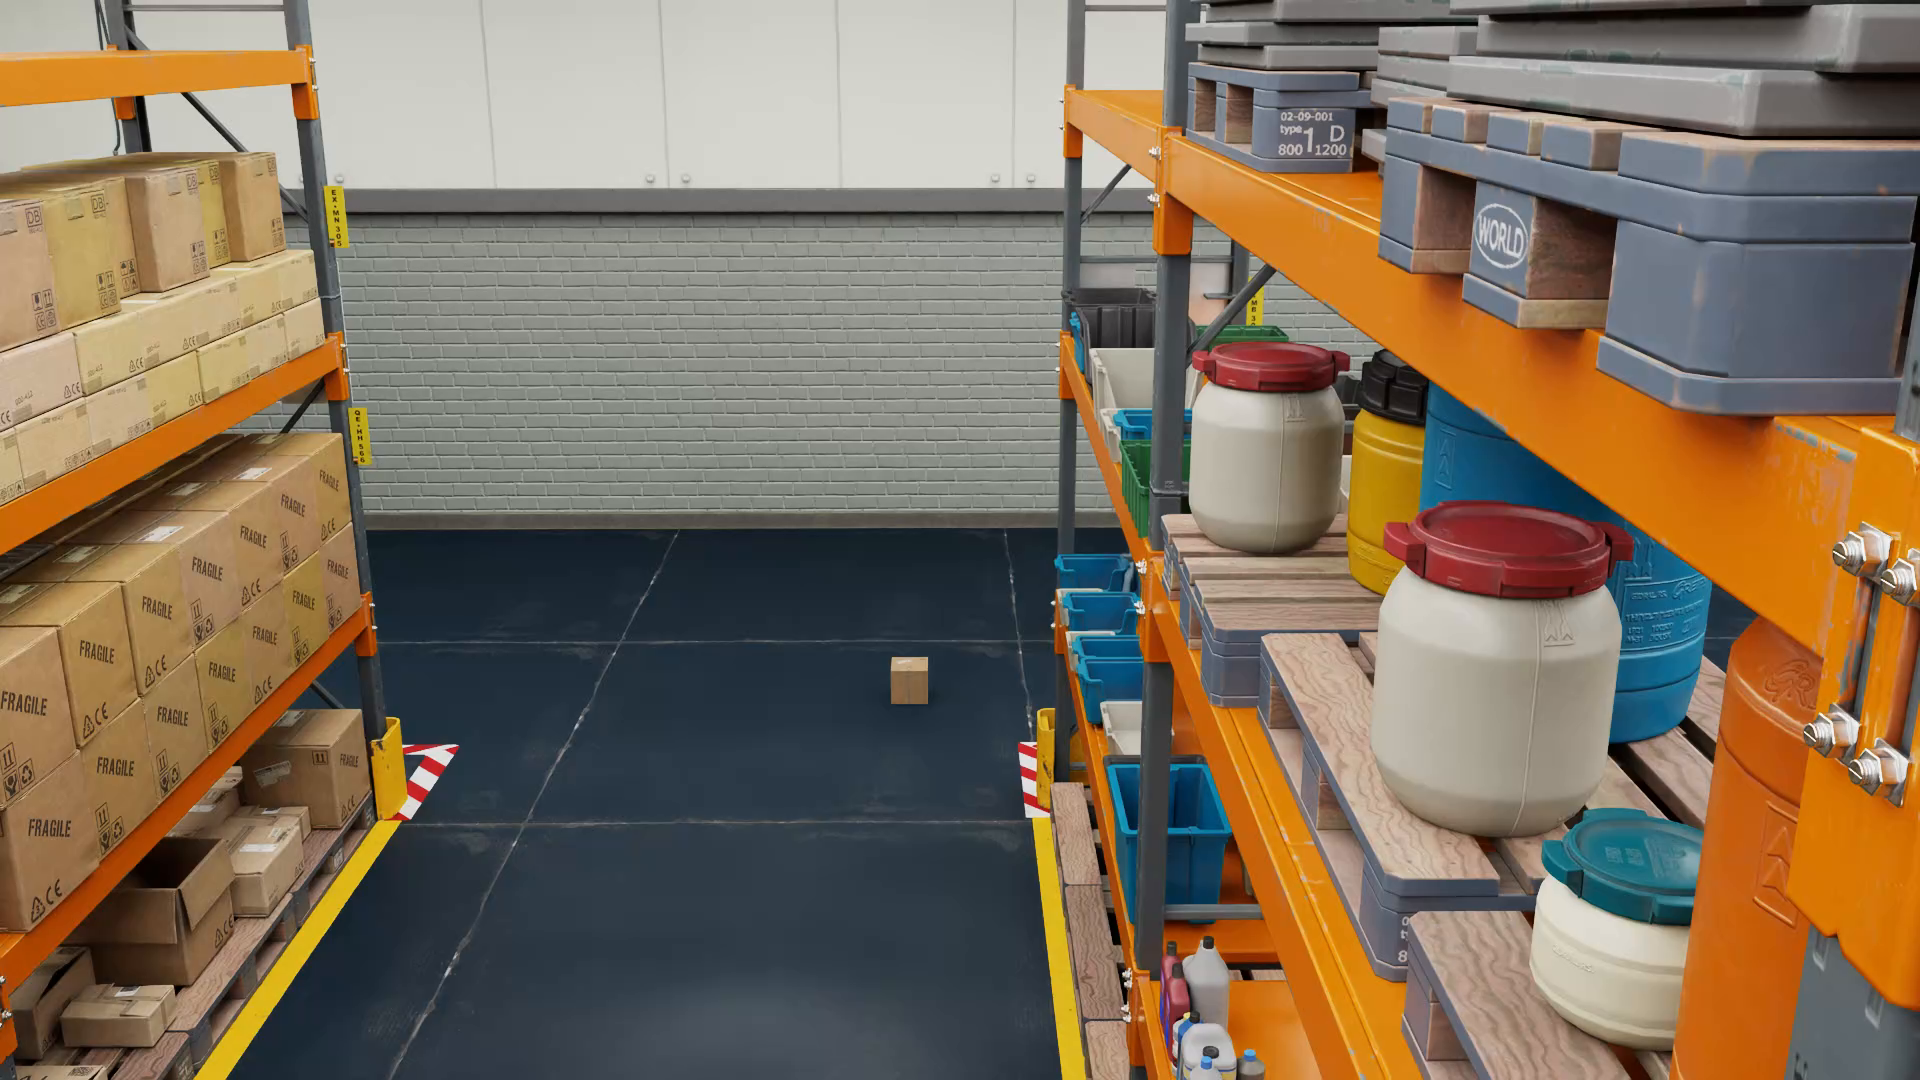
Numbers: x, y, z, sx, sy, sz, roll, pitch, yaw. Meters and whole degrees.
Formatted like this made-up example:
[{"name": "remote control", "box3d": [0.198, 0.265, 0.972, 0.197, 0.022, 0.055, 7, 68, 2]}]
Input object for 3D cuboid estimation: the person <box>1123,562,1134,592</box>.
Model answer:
[{"name": "person", "box3d": [1.645, -0.302, 13.009, 1.030, 1.724, 0.555, -15, 23, -40]}]
